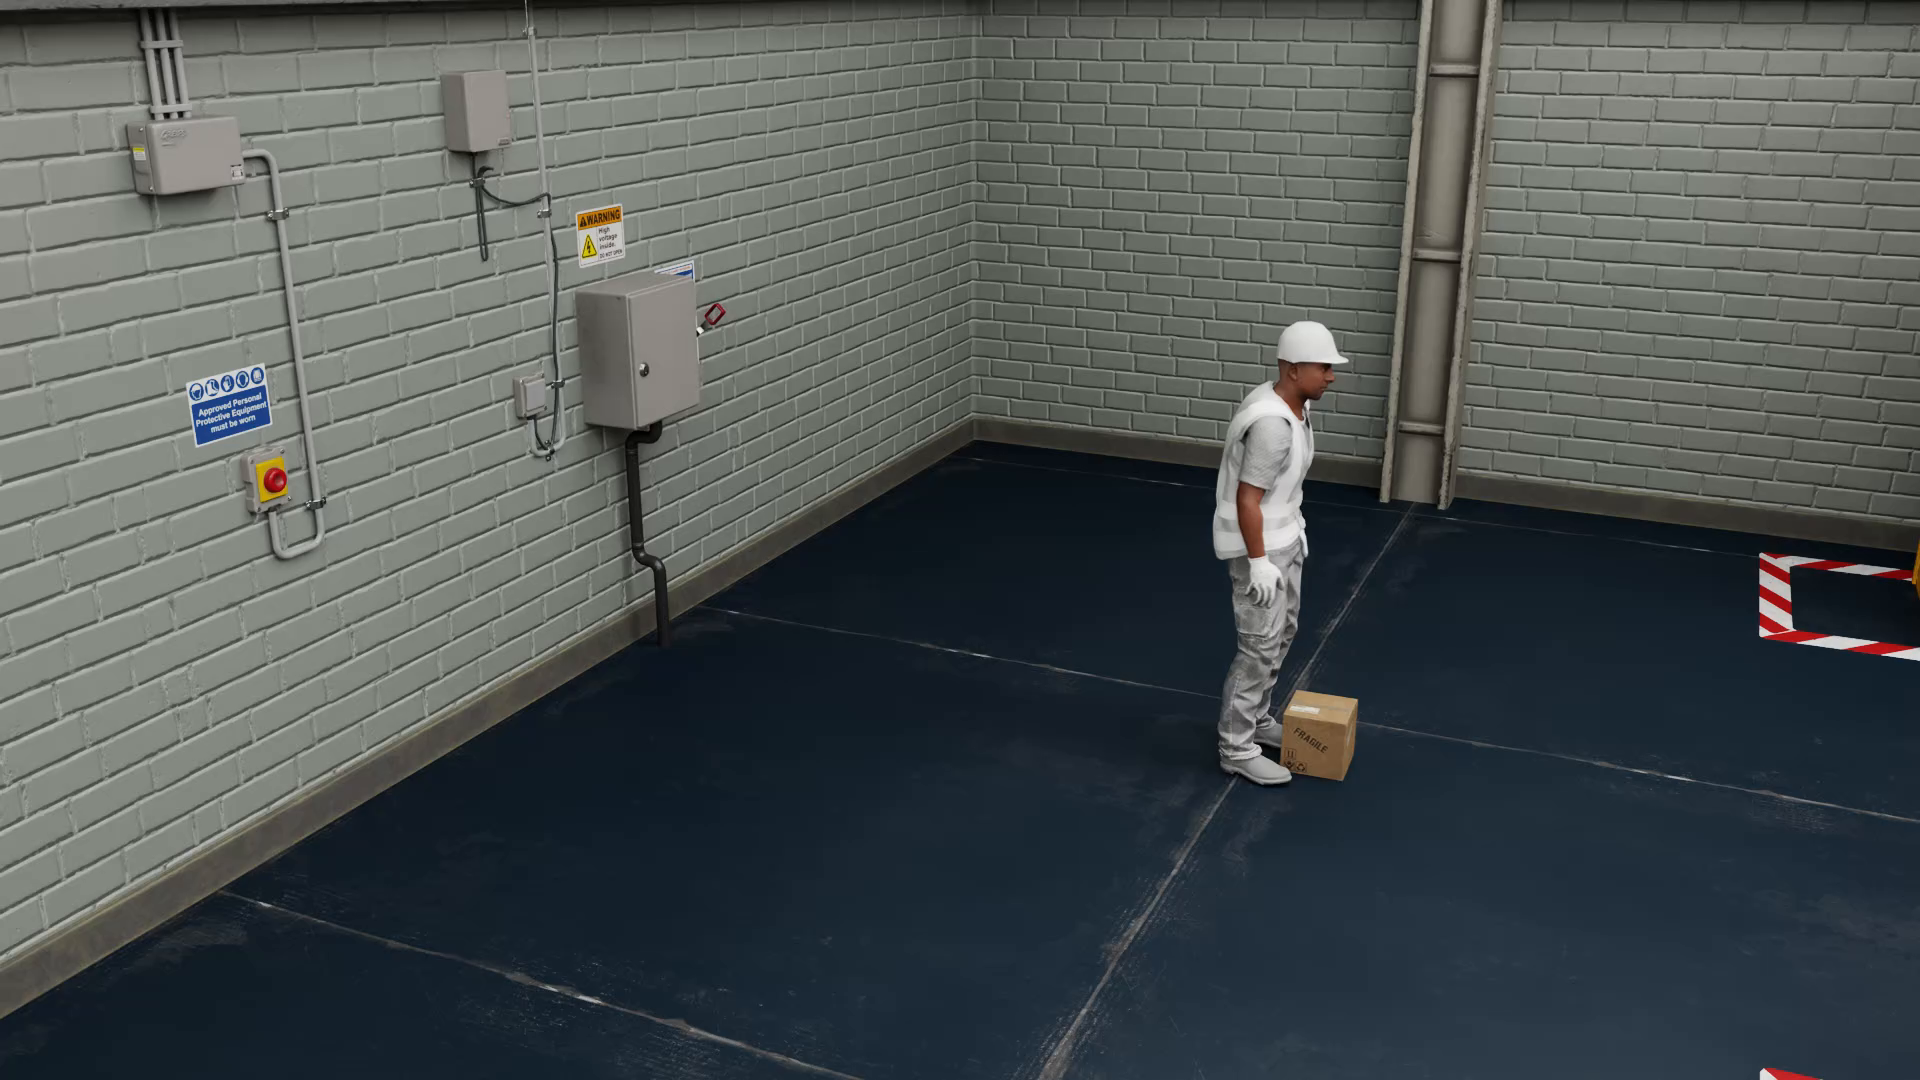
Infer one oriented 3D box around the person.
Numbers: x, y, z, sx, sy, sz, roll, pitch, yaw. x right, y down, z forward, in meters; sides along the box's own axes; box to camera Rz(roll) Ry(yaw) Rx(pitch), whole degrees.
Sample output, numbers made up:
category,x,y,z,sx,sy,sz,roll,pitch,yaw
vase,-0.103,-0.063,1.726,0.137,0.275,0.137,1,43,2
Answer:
category,x,y,z,sx,sy,sz,roll,pitch,yaw
person,1.220,0.031,6.458,0.454,1.774,0.624,8,20,22
